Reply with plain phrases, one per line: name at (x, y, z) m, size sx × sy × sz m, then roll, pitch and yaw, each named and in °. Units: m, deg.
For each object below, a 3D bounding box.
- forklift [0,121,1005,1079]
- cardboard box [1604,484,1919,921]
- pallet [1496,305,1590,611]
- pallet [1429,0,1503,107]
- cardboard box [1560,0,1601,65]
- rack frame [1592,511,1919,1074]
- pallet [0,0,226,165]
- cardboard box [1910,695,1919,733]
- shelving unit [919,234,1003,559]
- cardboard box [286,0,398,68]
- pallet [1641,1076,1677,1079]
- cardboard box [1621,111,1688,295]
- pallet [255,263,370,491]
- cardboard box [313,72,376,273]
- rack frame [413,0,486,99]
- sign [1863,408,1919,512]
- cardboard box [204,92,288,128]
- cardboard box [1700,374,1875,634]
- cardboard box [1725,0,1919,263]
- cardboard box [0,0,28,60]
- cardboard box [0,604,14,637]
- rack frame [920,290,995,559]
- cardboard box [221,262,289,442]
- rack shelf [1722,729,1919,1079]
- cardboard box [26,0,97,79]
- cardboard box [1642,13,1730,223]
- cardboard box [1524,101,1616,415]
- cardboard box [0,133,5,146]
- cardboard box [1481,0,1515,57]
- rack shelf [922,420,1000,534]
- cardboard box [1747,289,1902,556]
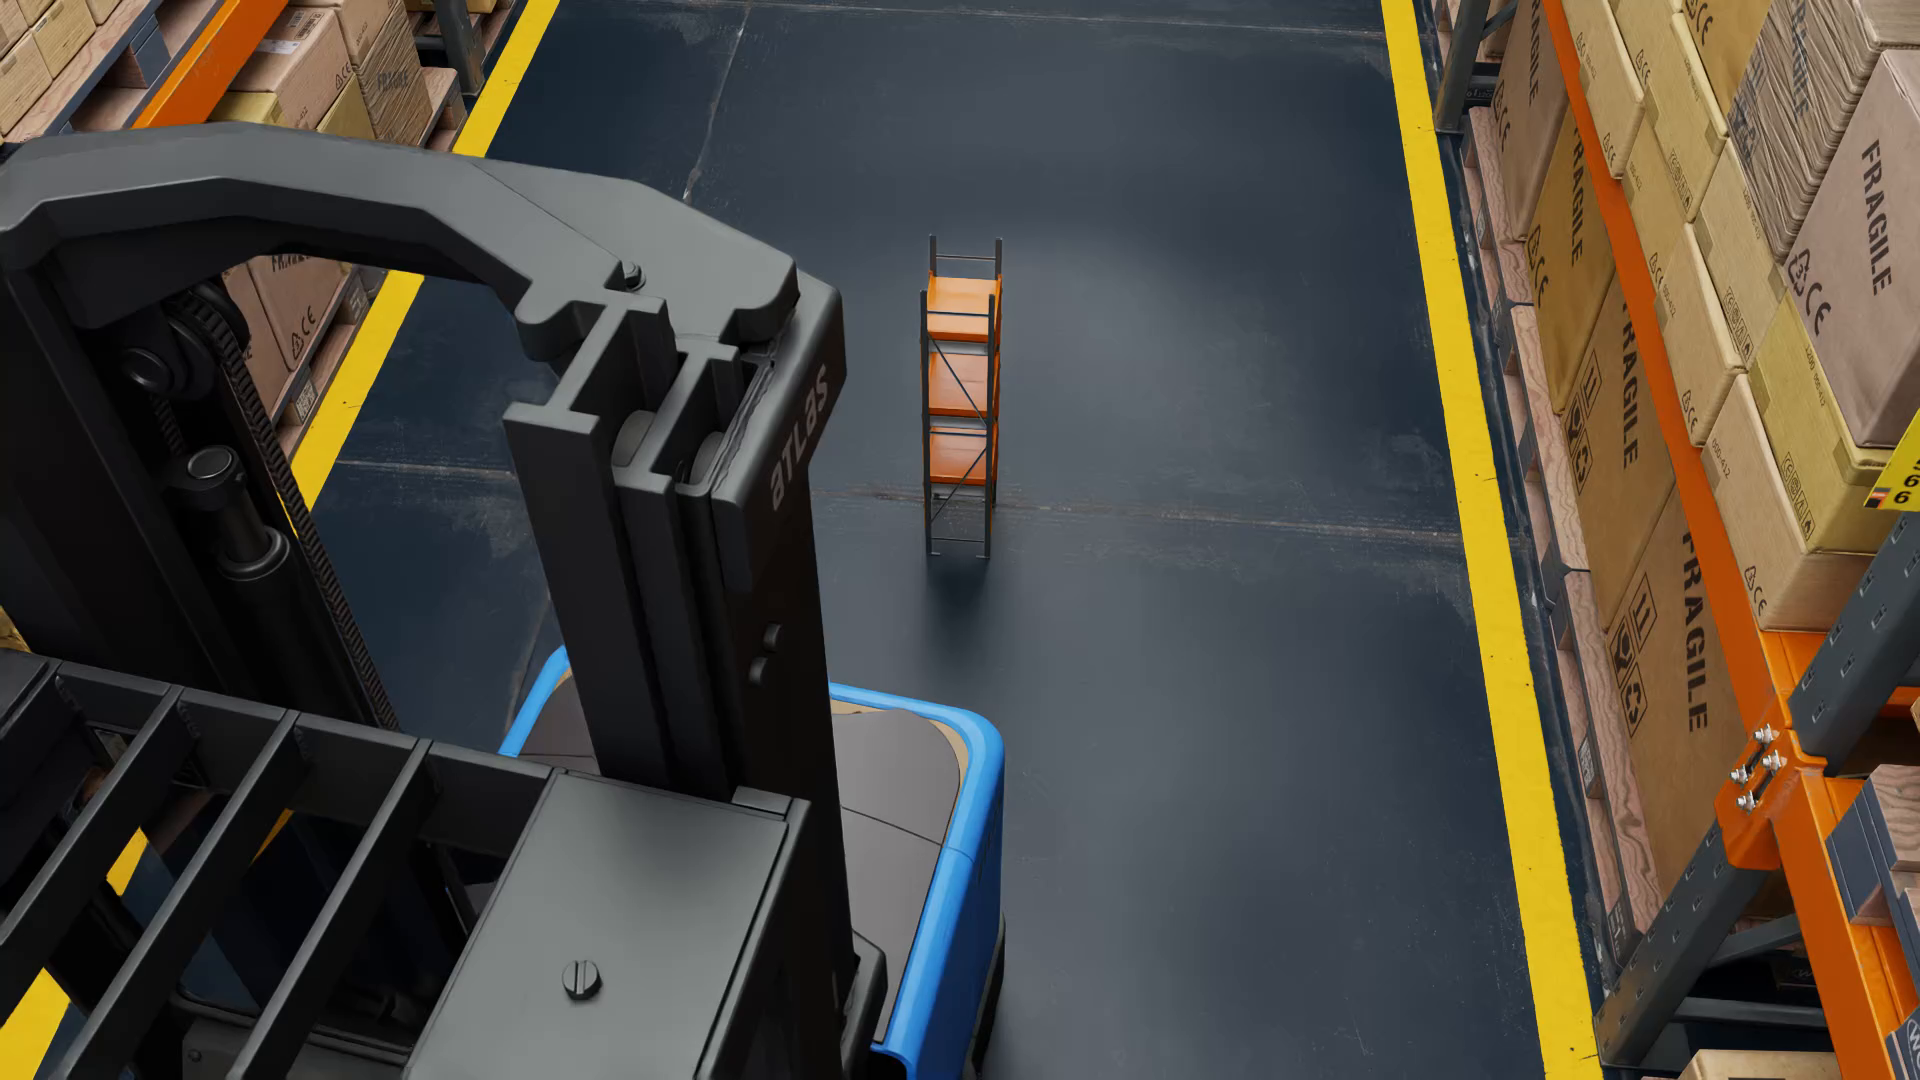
forklift at (-0.745, 1.073, 2.282) m, size 1.130 × 2.935 × 3.031 m, roll 10°, pitch 48°, yaw 9°
cardboard box at (2.216, 0.339, 4.062) m, size 0.875 × 0.875 × 0.875 m, roll 3°, pitch 48°, yaw 3°
pallet at (2.331, -0.262, 5.346) m, size 1.003 × 0.211 × 1.213 m, roll 4°, pitch 48°, yaw 4°
pallet at (2.582, -2.286, 7.198) m, size 1.003 × 0.211 × 1.213 m, roll 4°, pitch 48°, yaw 4°
cardboard box at (2.023, -1.562, 4.747) m, size 0.500 × 0.250 × 0.500 m, roll 4°, pitch 48°, yaw 3°
rack frame at (2.070, 0.266, 2.974) m, size 1.000 × 3.000 × 0.127 m, roll 4°, pitch 48°, yaw 4°
pallet at (-2.729, -1.386, 4.615) m, size 1.003 × 0.211 × 1.213 m, roll 4°, pitch 48°, yaw 4°
cardboard box at (1.798, 0.305, 2.384) m, size 0.500 × 0.500 × 0.500 m, roll 3°, pitch 48°, yaw 2°
shelving unit at (0.005, -0.394, 4.899) m, size 0.215 × 1.050 × 0.252 m, roll 4°, pitch 48°, yaw 4°
cardboard box at (-2.320, -1.919, 5.874) m, size 0.500 × 0.250 × 0.500 m, roll 3°, pitch 48°, yaw 2°
pallet at (1.997, 1.781, 3.478) m, size 1.003 × 0.211 × 1.213 m, roll 4°, pitch 48°, yaw 4°
cardboard box at (1.950, -0.818, 4.067) m, size 0.500 × 0.250 × 0.500 m, roll 3°, pitch 48°, yaw 3°
pallet at (-2.682, -0.520, 5.583) m, size 1.003 × 0.211 × 1.213 m, roll 4°, pitch 48°, yaw 4°
cardboard box at (-2.368, -1.293, 5.809) m, size 0.500 × 0.500 × 0.500 m, roll 3°, pitch 48°, yaw 3°
rack frame at (-2.504, -2.932, 5.899) m, size 1.000 × 3.000 × 0.127 m, roll 4°, pitch 48°, yaw 4°
sign at (1.517, -0.160, 2.579) m, size 0.100 × 0.325 × 0.005 m, roll 4°, pitch 48°, yaw 4°
cardboard box at (-2.414, -1.153, 5.173) m, size 0.500 × 0.250 × 0.500 m, roll 2°, pitch 48°, yaw 2°
cardboard box at (1.857, -0.073, 3.385) m, size 0.500 × 0.250 × 0.500 m, roll 2°, pitch 48°, yaw 2°
cardboard box at (1.895, -0.881, 3.277) m, size 0.500 × 0.500 × 0.500 m, roll 5°, pitch 48°, yaw 4°
cardboard box at (-2.535, -1.256, 4.050) m, size 0.380 × 0.149 × 0.250 m, roll 4°, pitch 48°, yaw 4°
cardboard box at (-2.565, -0.035, 4.150) m, size 0.500 × 0.250 × 0.500 m, roll 2°, pitch 48°, yaw 2°
rack frame at (-0.006, -0.304, 4.817) m, size 0.200 × 1.050 × 0.008 m, roll 4°, pitch 48°, yaw 4°
cardboard box at (-2.466, -0.541, 5.121) m, size 0.500 × 0.500 × 0.500 m, roll 3°, pitch 48°, yaw 3°
rack shelf at (1.888, 1.978, 1.895) m, size 1.077 × 0.370 × 4.000 m, roll 4°, pitch 48°, yaw 4°
cardboard box at (-2.508, -1.340, 4.328) m, size 0.380 × 0.149 × 0.250 m, roll 4°, pitch 48°, yaw 4°
cardboard box at (1.930, -0.980, 3.876) m, size 0.500 × 0.250 × 0.500 m, roll 3°, pitch 48°, yaw 3°
cardboard box at (2.383, -0.973, 5.262) m, size 0.875 × 0.875 × 0.875 m, roll 5°, pitch 48°, yaw 5°
cardboard box at (-2.555, -0.959, 3.980) m, size 0.380 × 0.149 × 0.250 m, roll 6°, pitch 48°, yaw 5°
cardboard box at (2.599, -2.405, 6.868) m, size 0.875 × 0.438 × 0.875 m, roll 3°, pitch 48°, yaw 3°
rack shelf at (0.005, -0.199, 5.111) m, size 0.215 × 0.259 × 0.240 m, roll 4°, pitch 48°, yaw 4°
cardboard box at (1.861, -0.225, 3.186) m, size 0.500 × 0.250 × 0.500 m, roll 4°, pitch 48°, yaw 3°
